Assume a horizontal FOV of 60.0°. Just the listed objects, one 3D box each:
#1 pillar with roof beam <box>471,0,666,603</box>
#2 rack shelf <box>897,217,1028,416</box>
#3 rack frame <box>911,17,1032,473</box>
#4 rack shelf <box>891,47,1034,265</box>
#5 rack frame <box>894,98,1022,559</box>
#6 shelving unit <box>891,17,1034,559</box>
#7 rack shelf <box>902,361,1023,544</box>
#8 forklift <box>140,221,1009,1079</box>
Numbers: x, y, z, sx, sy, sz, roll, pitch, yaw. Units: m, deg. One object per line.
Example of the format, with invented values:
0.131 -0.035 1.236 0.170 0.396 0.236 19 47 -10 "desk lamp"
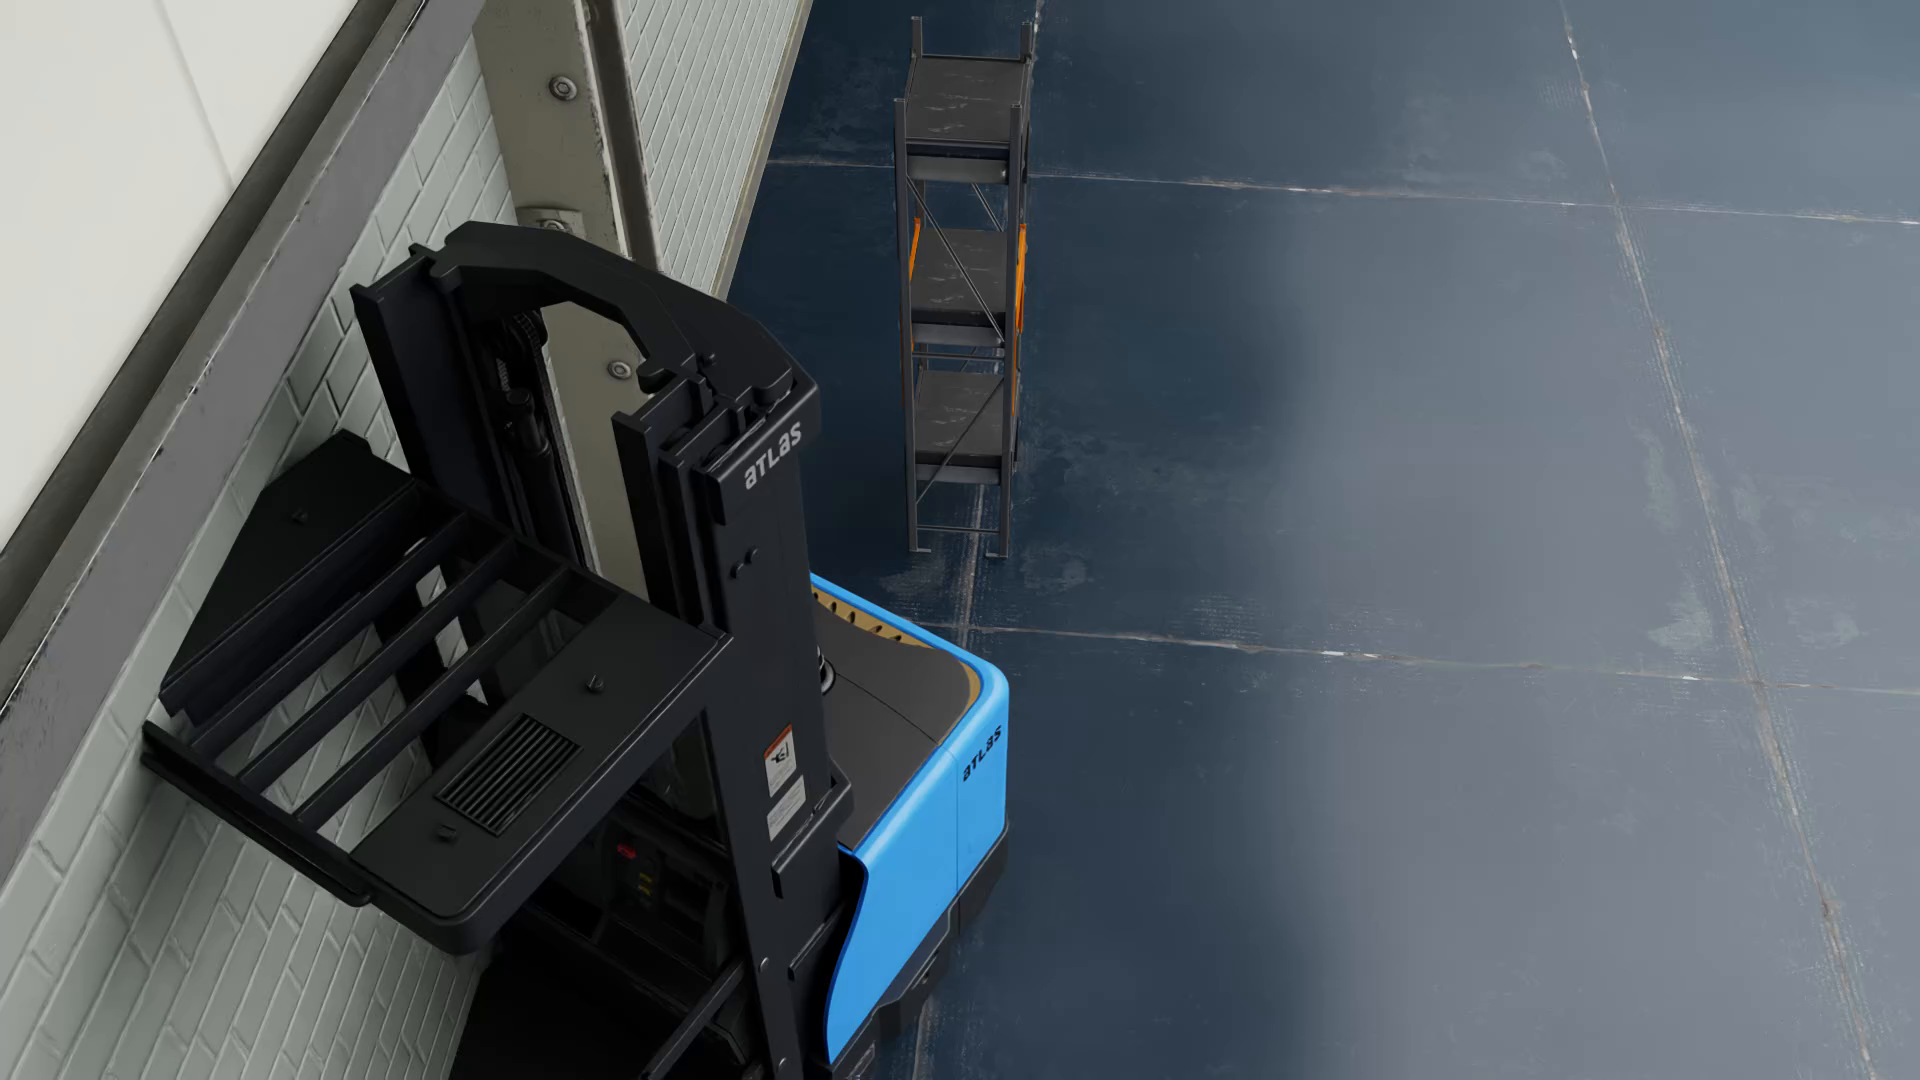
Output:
3.134 -2.489 2.954 9.100 9.000 0.400 4 48 4 "pillar with roof beam"
0.015 -0.821 6.122 0.431 0.518 0.480 4 48 4 "rack shelf"
0.037 -1.010 6.276 0.400 2.100 0.015 4 48 4 "rack frame"
0.015 -1.294 5.606 0.431 0.518 0.480 4 48 4 "rack shelf"
-0.007 -0.651 5.948 0.400 2.100 0.015 4 48 4 "rack frame"
0.015 -0.830 6.112 0.431 2.100 0.503 4 48 4 "shelving unit"
0.015 -0.349 6.639 0.431 0.518 0.480 4 48 4 "rack shelf"
-1.060 0.854 4.009 1.130 2.935 3.031 26 52 22 "forklift"
